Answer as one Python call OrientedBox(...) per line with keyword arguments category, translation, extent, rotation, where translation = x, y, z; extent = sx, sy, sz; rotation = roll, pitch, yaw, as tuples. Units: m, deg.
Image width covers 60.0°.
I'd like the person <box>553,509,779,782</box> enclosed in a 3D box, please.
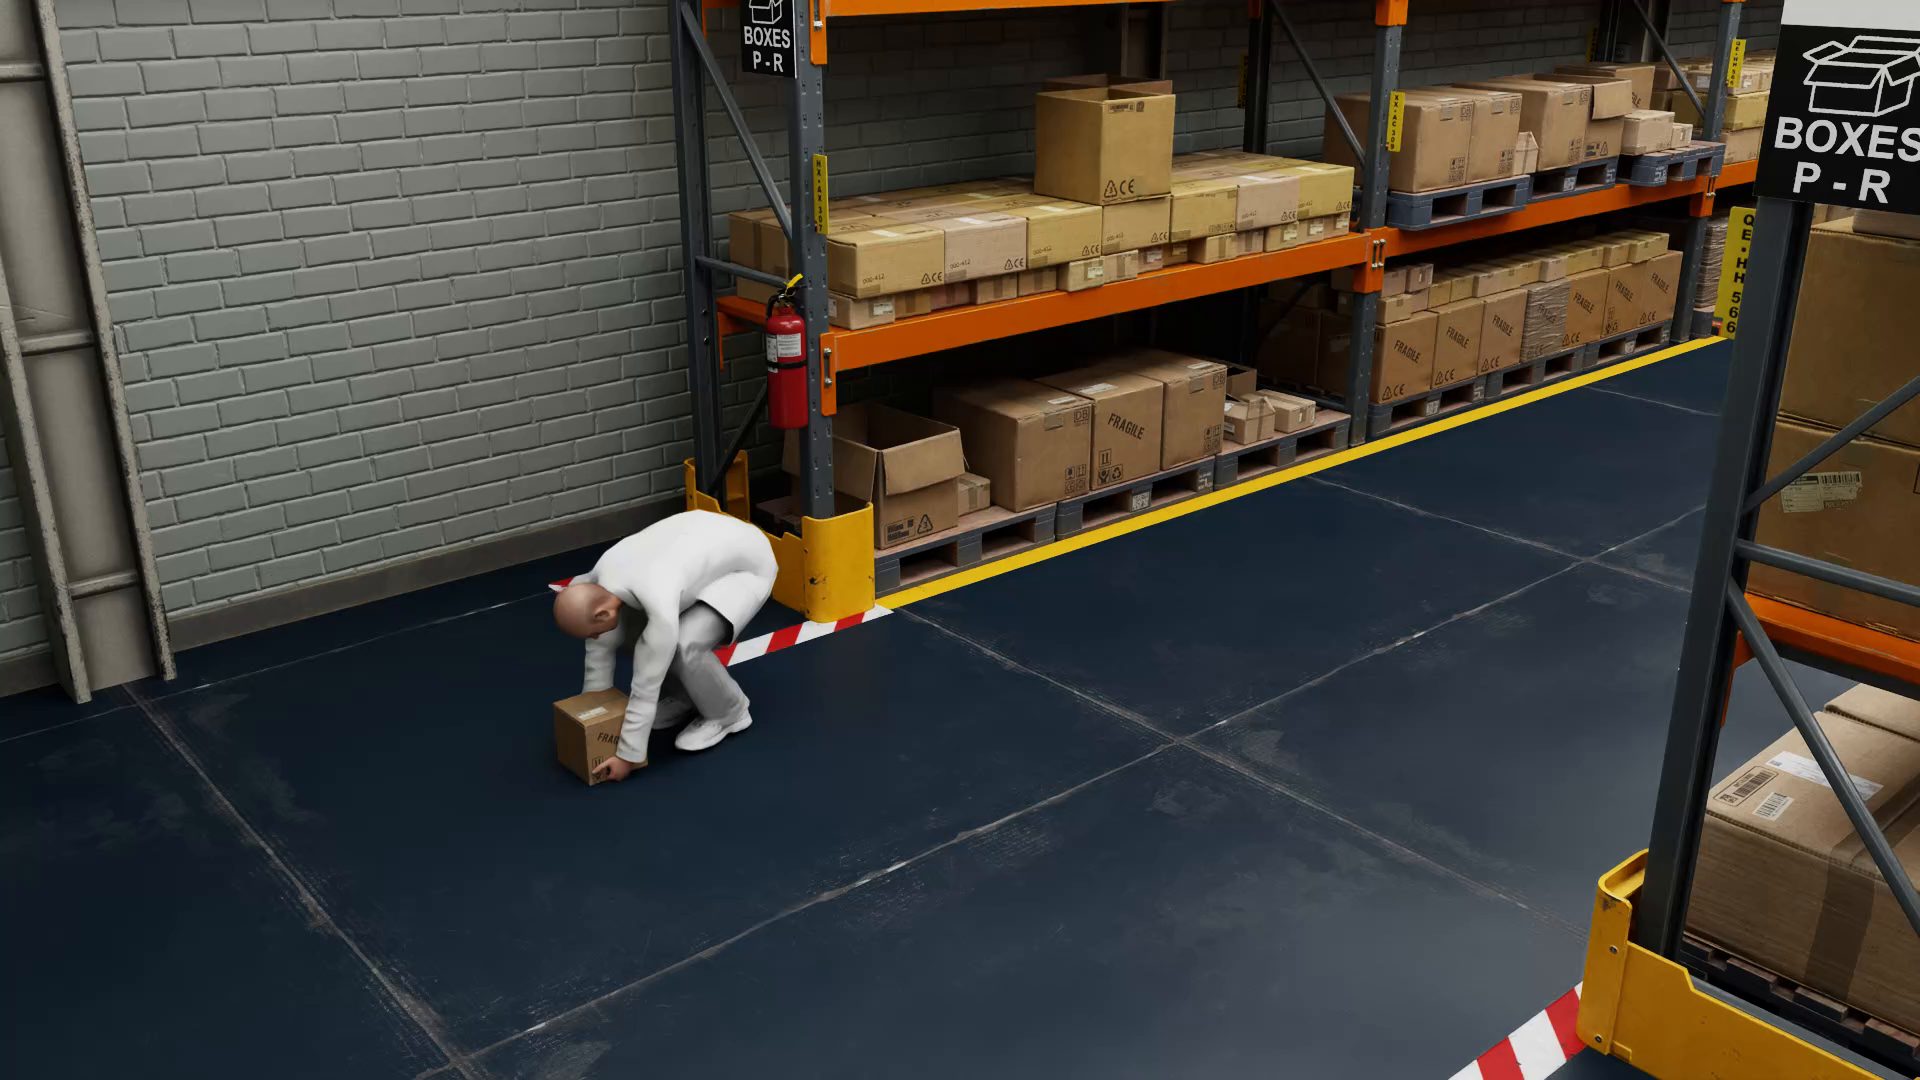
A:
OrientedBox(category="person", translation=(-1.125, 0.373, 6.405), extent=(0.951, 0.900, 0.582), rotation=(-18, 27, -39))
